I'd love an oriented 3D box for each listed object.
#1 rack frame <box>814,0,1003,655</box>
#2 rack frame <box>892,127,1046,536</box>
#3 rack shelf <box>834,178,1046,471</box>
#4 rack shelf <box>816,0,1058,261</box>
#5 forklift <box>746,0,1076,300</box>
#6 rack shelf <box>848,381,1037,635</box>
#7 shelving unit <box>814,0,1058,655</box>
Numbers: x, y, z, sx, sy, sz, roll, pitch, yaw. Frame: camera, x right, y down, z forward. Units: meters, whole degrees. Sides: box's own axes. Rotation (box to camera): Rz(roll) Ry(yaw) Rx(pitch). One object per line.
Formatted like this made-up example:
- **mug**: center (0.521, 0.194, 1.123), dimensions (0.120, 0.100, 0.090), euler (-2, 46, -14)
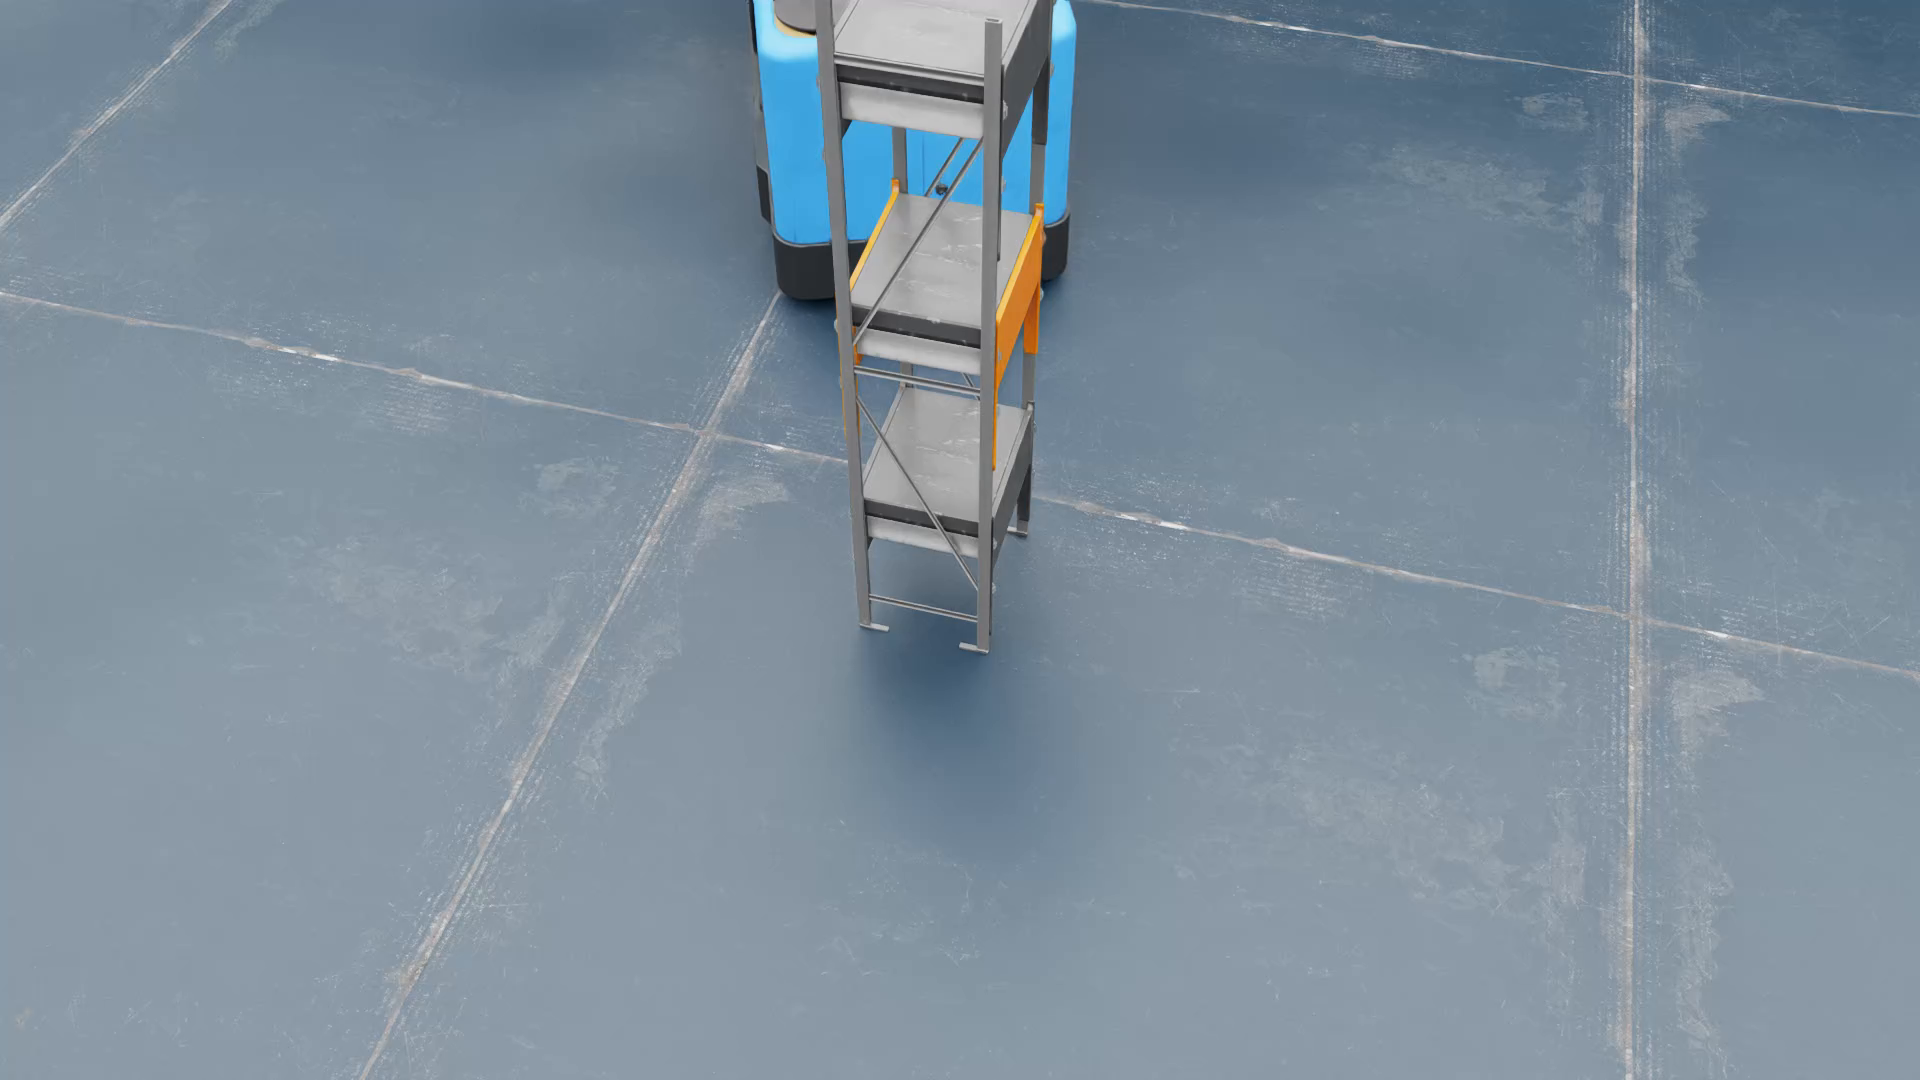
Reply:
- **rack frame**: center (-0.108, -0.399, 4.201), dimensions (0.400, 2.100, 0.015), euler (12, 50, 10)
- **rack frame**: center (0.021, -0.752, 4.513), dimensions (0.400, 2.100, 0.015), euler (12, 50, 10)
- **rack shelf**: center (-0.044, -0.566, 4.367), dimensions (0.431, 0.518, 0.480), euler (12, 50, 10)
- **rack shelf**: center (-0.044, -1.029, 3.842), dimensions (0.431, 0.518, 0.480), euler (12, 50, 10)
- **forklift**: center (-0.308, -2.941, 5.891), dimensions (1.130, 2.935, 3.031), euler (-5, 49, -5)
- **rack shelf**: center (-0.044, -0.103, 4.892), dimensions (0.431, 0.518, 0.480), euler (12, 50, 10)
- **shelving unit**: center (-0.044, -0.575, 4.357), dimensions (0.431, 2.100, 0.503), euler (12, 50, 10)
